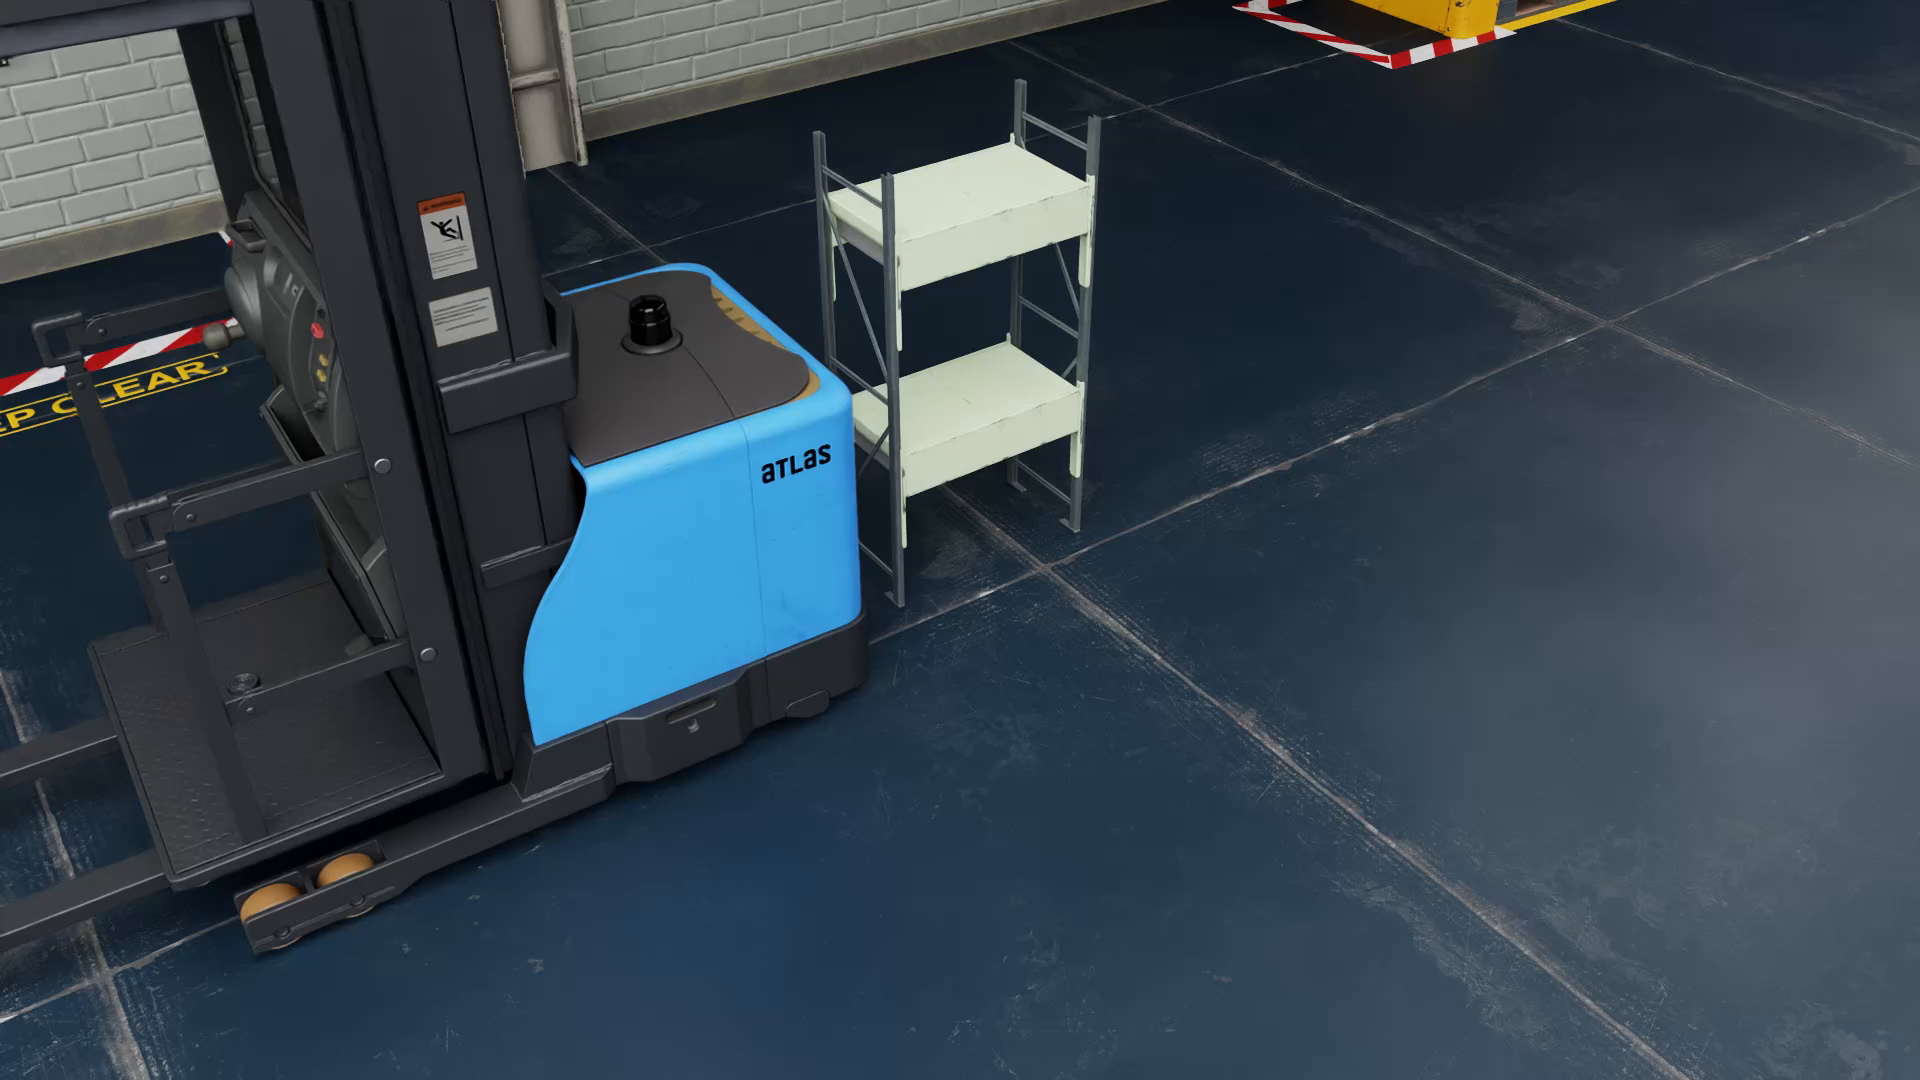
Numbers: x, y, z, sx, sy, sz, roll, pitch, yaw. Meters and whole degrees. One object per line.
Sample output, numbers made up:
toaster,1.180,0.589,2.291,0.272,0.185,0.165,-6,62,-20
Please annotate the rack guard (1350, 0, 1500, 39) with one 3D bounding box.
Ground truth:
rack guard,2.772,-3.503,10.192,0.348,0.500,1.175,-22,41,-28

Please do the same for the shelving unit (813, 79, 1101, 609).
shelving unit,-0.005,-0.607,5.309,0.755,1.500,0.431,-22,41,-28

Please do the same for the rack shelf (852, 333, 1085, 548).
rack shelf,-0.005,-0.342,5.499,0.720,0.370,0.431,-22,41,-28

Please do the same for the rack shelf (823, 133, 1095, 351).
rack shelf,-0.005,-0.923,5.081,0.720,0.370,0.431,-22,41,-28

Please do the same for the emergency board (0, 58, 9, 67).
emergency board,-4.162,-2.309,6.392,0.643,1.169,0.194,-22,41,-28

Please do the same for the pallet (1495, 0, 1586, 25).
pallet,3.457,-3.642,10.633,1.213,0.211,1.003,-22,41,-28

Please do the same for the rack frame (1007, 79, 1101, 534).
rack frame,0.294,-0.730,5.480,0.023,1.500,0.400,-22,41,-28

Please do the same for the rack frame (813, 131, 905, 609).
rack frame,-0.305,-0.484,5.138,0.023,1.500,0.400,-22,41,-28

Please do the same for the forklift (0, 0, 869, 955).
forklift,-1.793,-0.491,3.922,3.031,2.935,1.130,-21,41,-26

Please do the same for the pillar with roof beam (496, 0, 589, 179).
pillar with roof beam,0.360,-3.503,2.914,0.400,9.000,9.100,-22,41,-28
